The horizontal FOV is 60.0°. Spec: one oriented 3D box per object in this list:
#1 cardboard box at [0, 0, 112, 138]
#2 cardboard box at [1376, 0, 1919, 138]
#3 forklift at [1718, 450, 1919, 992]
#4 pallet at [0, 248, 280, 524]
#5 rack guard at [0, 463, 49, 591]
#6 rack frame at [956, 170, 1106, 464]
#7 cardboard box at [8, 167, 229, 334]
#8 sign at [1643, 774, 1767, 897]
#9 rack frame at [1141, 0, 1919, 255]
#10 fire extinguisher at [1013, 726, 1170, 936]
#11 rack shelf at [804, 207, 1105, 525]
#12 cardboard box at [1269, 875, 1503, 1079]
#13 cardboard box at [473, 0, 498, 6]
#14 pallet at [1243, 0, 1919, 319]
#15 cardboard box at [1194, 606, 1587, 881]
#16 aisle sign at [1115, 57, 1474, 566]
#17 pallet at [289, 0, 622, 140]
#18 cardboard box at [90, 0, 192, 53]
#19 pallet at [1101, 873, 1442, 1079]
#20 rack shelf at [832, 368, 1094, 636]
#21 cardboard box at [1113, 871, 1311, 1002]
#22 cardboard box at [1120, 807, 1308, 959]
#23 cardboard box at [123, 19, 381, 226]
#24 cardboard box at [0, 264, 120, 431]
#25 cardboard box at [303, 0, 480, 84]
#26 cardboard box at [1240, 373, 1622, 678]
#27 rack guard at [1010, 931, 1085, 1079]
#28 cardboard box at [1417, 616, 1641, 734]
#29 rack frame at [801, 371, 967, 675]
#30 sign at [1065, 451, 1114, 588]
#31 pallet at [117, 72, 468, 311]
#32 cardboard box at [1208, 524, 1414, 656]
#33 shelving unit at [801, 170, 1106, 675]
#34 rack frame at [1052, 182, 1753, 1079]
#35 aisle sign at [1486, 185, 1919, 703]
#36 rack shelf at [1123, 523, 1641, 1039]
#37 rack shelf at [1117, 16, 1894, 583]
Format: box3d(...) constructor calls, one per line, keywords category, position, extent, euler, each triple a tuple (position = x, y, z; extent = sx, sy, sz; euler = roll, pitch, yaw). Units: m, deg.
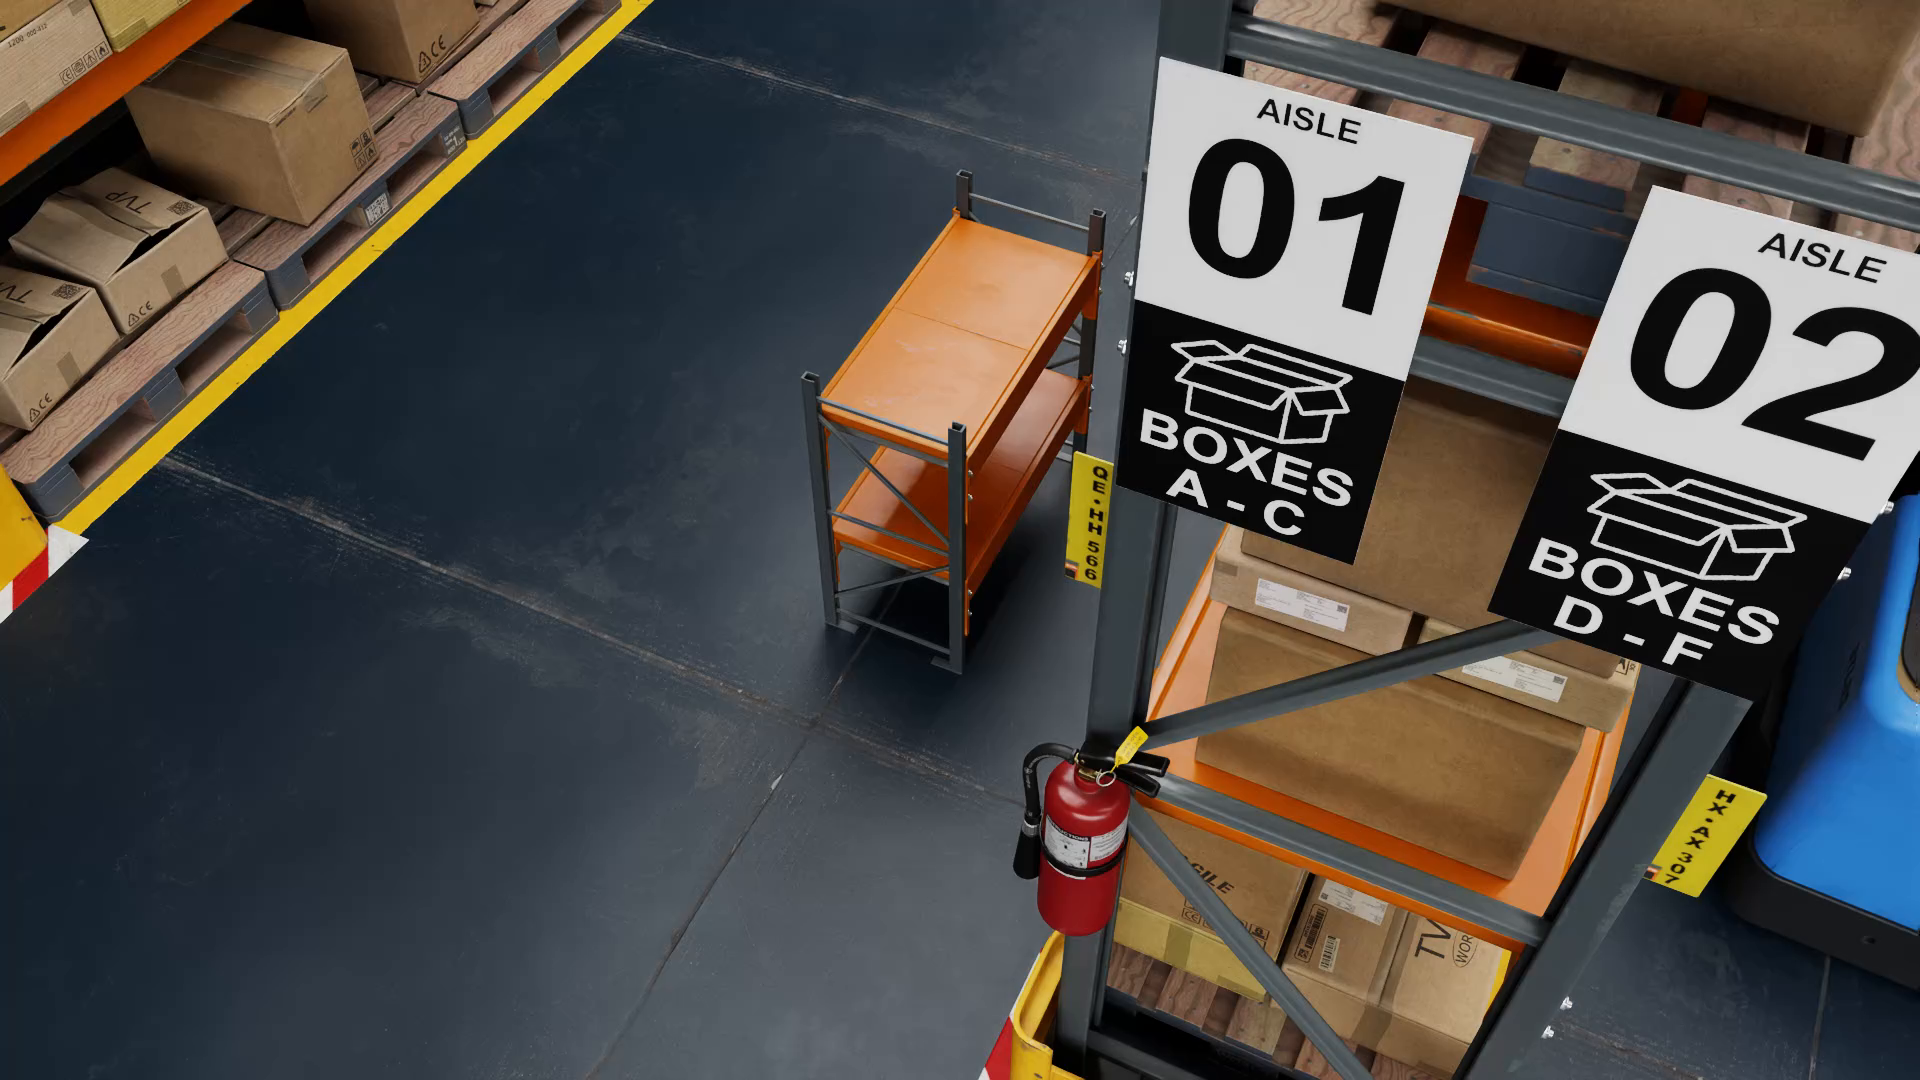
box3d(category="cardboard box", position=(-3.055, -1.550, 5.185), extent=(0.500, 0.250, 0.500), euler=(18, 52, 15))
box3d(category="cardboard box", position=(0.970, -0.969, 2.200), extent=(0.797, 0.503, 0.637), euler=(23, 53, 18))
box3d(category="forklift", position=(3.318, -0.691, 4.413), extent=(1.130, 2.935, 3.031), euler=(22, 53, 17))
box3d(category="pallet", position=(-3.348, -0.694, 6.202), extent=(1.003, 0.211, 1.213), euler=(20, 52, 16))
box3d(category="rack guard", position=(-3.727, -0.239, 5.626), extent=(1.175, 0.500, 0.348), euler=(20, 52, 16))
box3d(category="rack frame", position=(0.220, -0.719, 5.623), extent=(0.500, 1.125, 0.032), euler=(20, 52, 16))
box3d(category="cardboard box", position=(-3.139, -1.108, 6.200), extent=(0.500, 0.311, 0.500), euler=(24, 54, 19))
box3d(category="sign", position=(1.220, 0.490, 2.743), extent=(0.100, 0.325, 0.005), euler=(20, 52, 16))
box3d(category="rack frame", position=(0.721, -1.332, 0.975), extent=(1.000, 3.000, 0.127), euler=(20, 52, 16))
box3d(category="fire extinguisher", position=(0.250, 0.567, 3.349), extent=(0.296, 0.674, 0.183), euler=(20, 52, 16))
box3d(category="rack shelf", position=(0.003, -0.559, 5.103), extent=(0.538, 0.278, 1.000), euler=(20, 52, 16))
box3d(category="cardboard box", position=(1.151, 1.070, 4.400), extent=(0.500, 0.250, 0.500), euler=(20, 52, 16))
box3d(category="cardboard box", position=(-2.252, -2.598, 7.562), extent=(0.380, 0.166, 0.250), euler=(14, 51, 11))
box3d(category="pallet", position=(1.046, -0.810, 2.558), extent=(1.003, 0.211, 1.213), euler=(20, 52, 16))
box3d(category="cardboard box", position=(0.932, 0.262, 3.492), extent=(0.700, 0.500, 0.500), euler=(20, 52, 16))
box3d(category="aisle sign", position=(0.427, -0.281, 2.312), extent=(0.394, 0.787, 0.004), euler=(20, 52, 16))
box3d(category="pallet", position=(-2.306, -2.374, 7.631), extent=(1.003, 0.211, 1.213), euler=(20, 52, 16))
box3d(category="cardboard box", position=(-2.832, -1.899, 5.482), extent=(0.500, 0.250, 0.500), euler=(19, 52, 16))
box3d(category="pallet", position=(1.010, 0.975, 4.781), extent=(1.003, 0.211, 1.213), euler=(20, 52, 16))
box3d(category="rack shelf", position=(0.003, -0.211, 5.512), extent=(0.538, 0.278, 1.000), euler=(20, 52, 16))
box3d(category="cardboard box", position=(0.683, 0.902, 4.543), extent=(0.500, 0.250, 0.500), euler=(20, 52, 16))
box3d(category="cardboard box", position=(0.681, 0.658, 4.258), extent=(0.500, 0.500, 0.500), euler=(20, 52, 16))
box3d(category="cardboard box", position=(-2.780, -1.658, 6.544), extent=(0.700, 0.500, 0.500), euler=(17, 52, 14))
box3d(category="cardboard box", position=(-3.383, -0.716, 5.866), extent=(0.500, 0.311, 0.500), euler=(14, 51, 12))
box3d(category="cardboard box", position=(-2.458, -2.356, 7.138), extent=(0.500, 0.500, 0.500), euler=(16, 52, 13))
box3d(category="cardboard box", position=(0.955, -0.195, 3.029), extent=(0.700, 0.500, 0.500), euler=(20, 52, 16))
box3d(category="rack guard", position=(0.711, 1.439, 4.198), extent=(1.175, 0.500, 0.348), euler=(20, 52, 16))
box3d(category="cardboard box", position=(1.083, 0.169, 3.145), extent=(0.380, 0.149, 0.250), euler=(19, 52, 16))
box3d(category="rack frame", position=(-0.214, -0.019, 5.028), extent=(0.500, 1.125, 0.032), euler=(20, 52, 16))
box3d(category="sign", position=(0.236, -0.026, 2.887), extent=(0.100, 0.325, 0.005), euler=(20, 52, 16))
box3d(category="pallet", position=(-2.826, -1.531, 6.914), extent=(1.003, 0.211, 1.213), euler=(20, 52, 16))
box3d(category="cardboard box", position=(0.712, 0.044, 3.251), extent=(0.380, 0.149, 0.250), euler=(19, 52, 15))
box3d(category="shelving unit", position=(0.003, -0.369, 5.326), extent=(0.538, 1.125, 1.048), euler=(20, 52, 16))
box3d(category="rack frame", position=(0.721, 0.612, 3.260), extent=(1.000, 3.000, 0.127), euler=(20, 52, 16))
box3d(category="aisle sign", position=(0.970, -0.086, 2.146), extent=(0.394, 0.787, 0.004), euler=(20, 52, 16))
box3d(category="rack shelf", position=(1.575, -0.532, 4.706), extent=(1.077, 0.370, 4.000), euler=(20, 52, 16))
box3d(category="rack shelf", position=(1.575, -1.504, 3.563), extent=(1.077, 0.370, 4.000), euler=(20, 52, 16))
